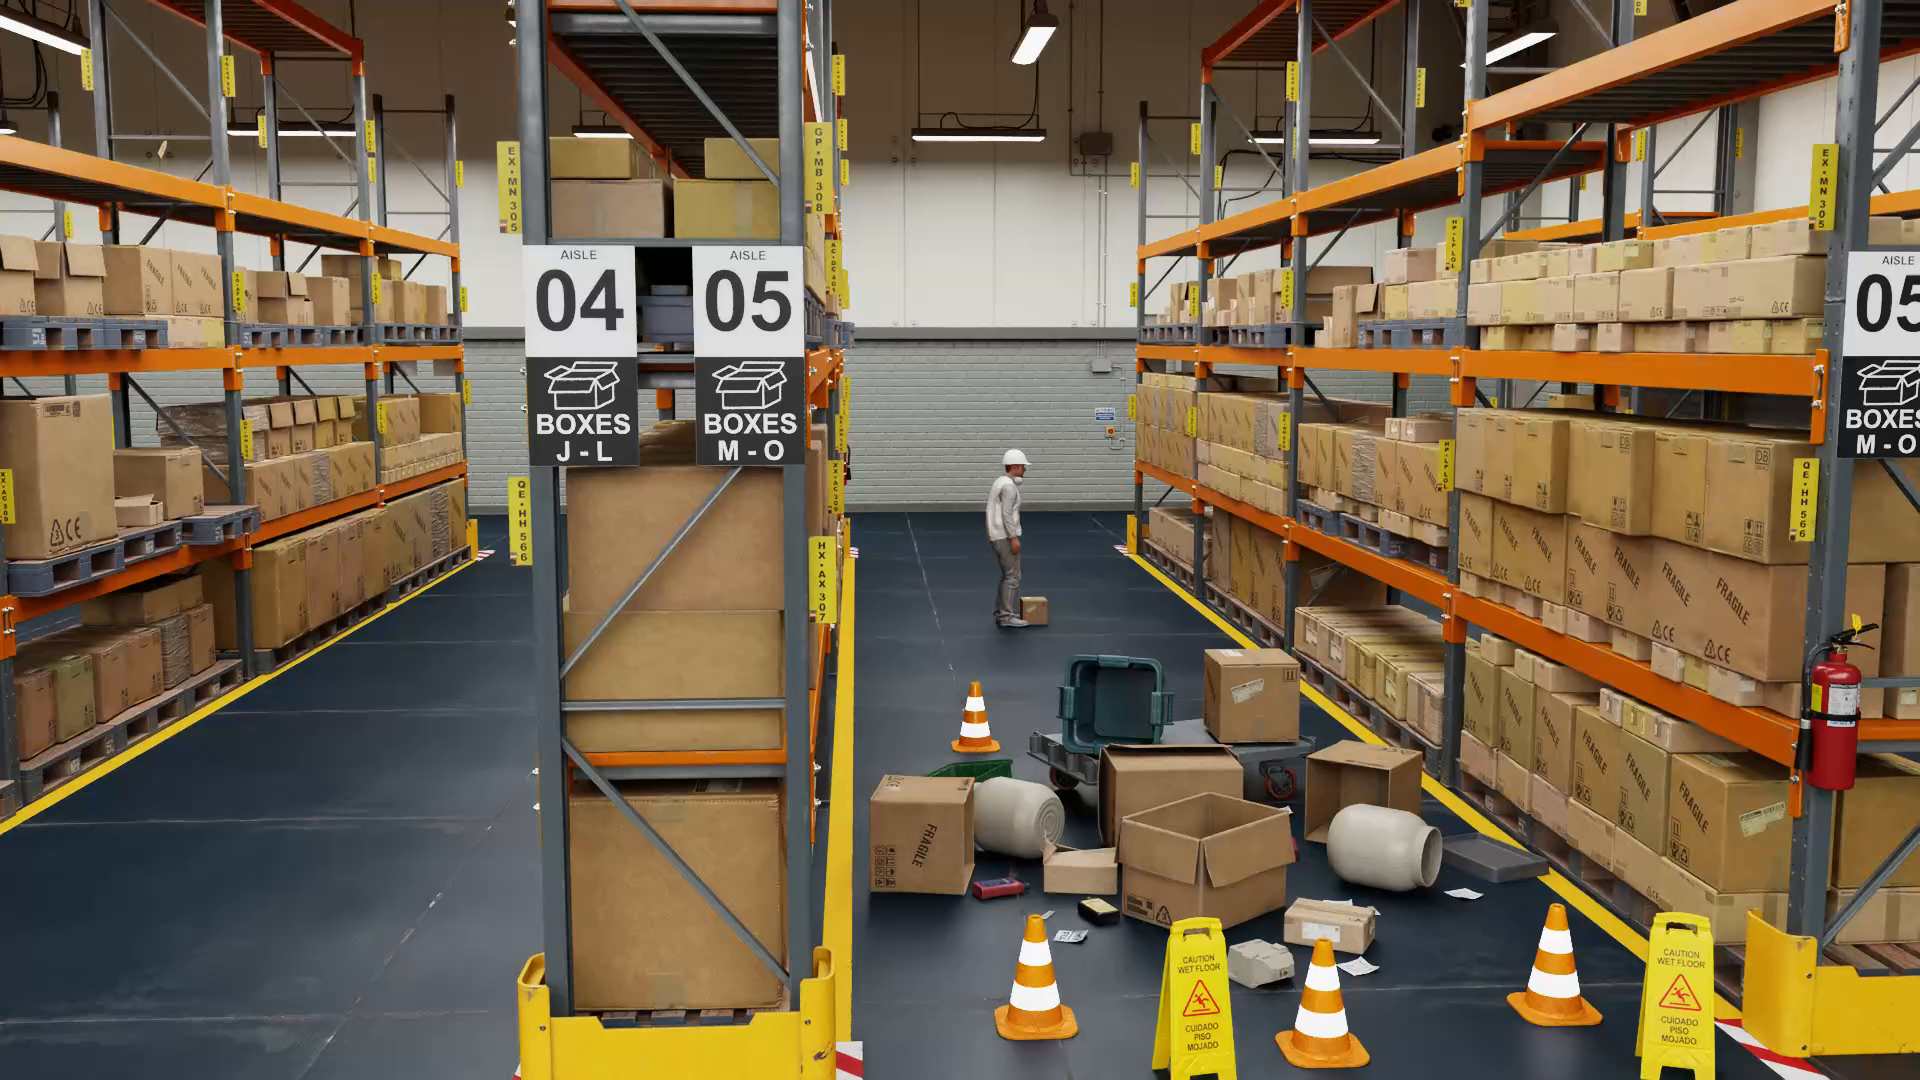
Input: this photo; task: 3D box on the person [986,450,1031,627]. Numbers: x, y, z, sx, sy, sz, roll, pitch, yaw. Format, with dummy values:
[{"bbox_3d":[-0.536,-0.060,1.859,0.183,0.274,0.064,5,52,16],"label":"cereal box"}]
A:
[{"bbox_3d":[0.493,-0.029,16.869,0.460,1.772,0.581,0,7,-3],"label":"person"}]
